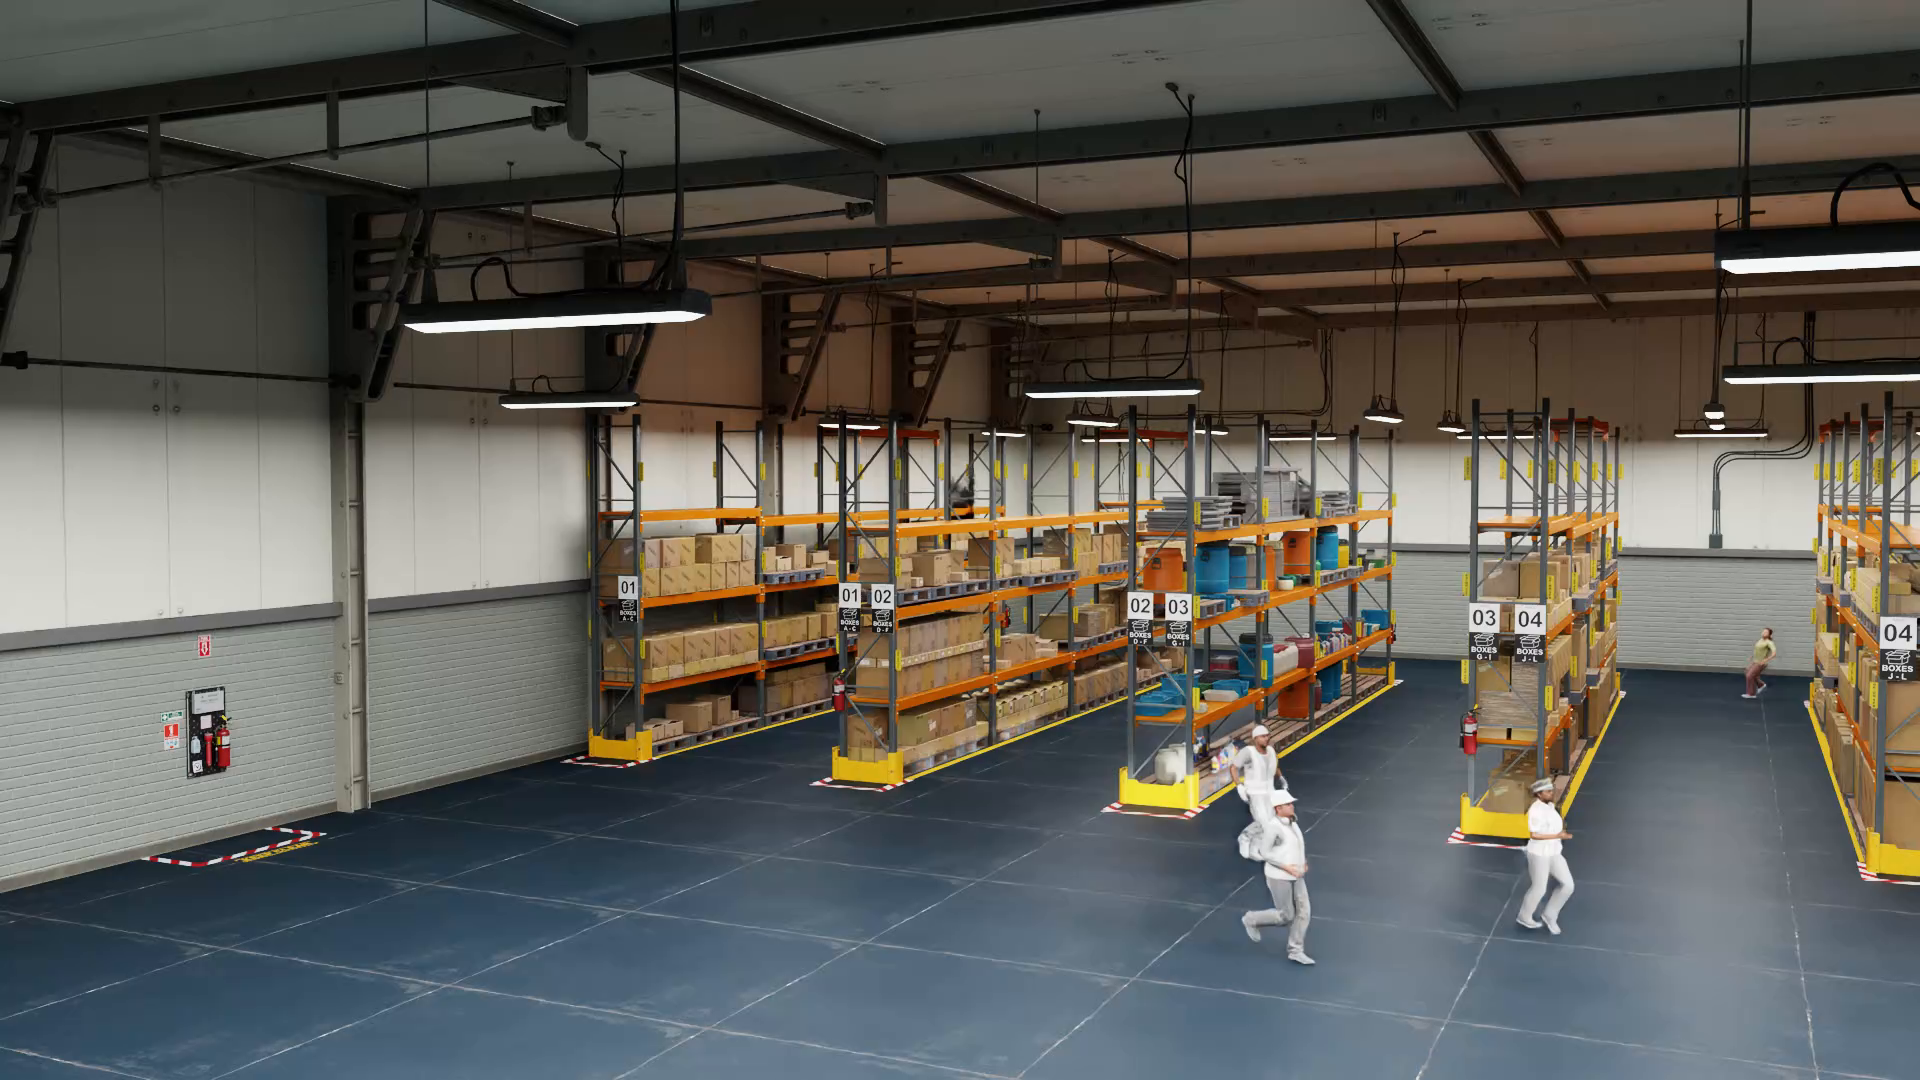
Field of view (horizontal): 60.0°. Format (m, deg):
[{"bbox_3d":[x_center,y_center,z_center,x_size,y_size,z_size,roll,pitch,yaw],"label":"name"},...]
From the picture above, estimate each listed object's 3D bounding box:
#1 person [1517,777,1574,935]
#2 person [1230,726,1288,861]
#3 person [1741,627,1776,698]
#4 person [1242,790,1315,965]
[{"bbox_3d":[6.356,3.423,17.980,0.558,1.728,0.667,-2,3,-37],"label":"person"},{"bbox_3d":[3.874,3.248,21.272,0.690,1.744,0.544,-2,3,-34],"label":"person"},{"bbox_3d":[17.544,2.701,36.504,0.548,1.583,0.638,0,2,-1],"label":"person"},{"bbox_3d":[3.298,3.437,17.078,0.792,1.758,0.661,2,3,41],"label":"person"}]
